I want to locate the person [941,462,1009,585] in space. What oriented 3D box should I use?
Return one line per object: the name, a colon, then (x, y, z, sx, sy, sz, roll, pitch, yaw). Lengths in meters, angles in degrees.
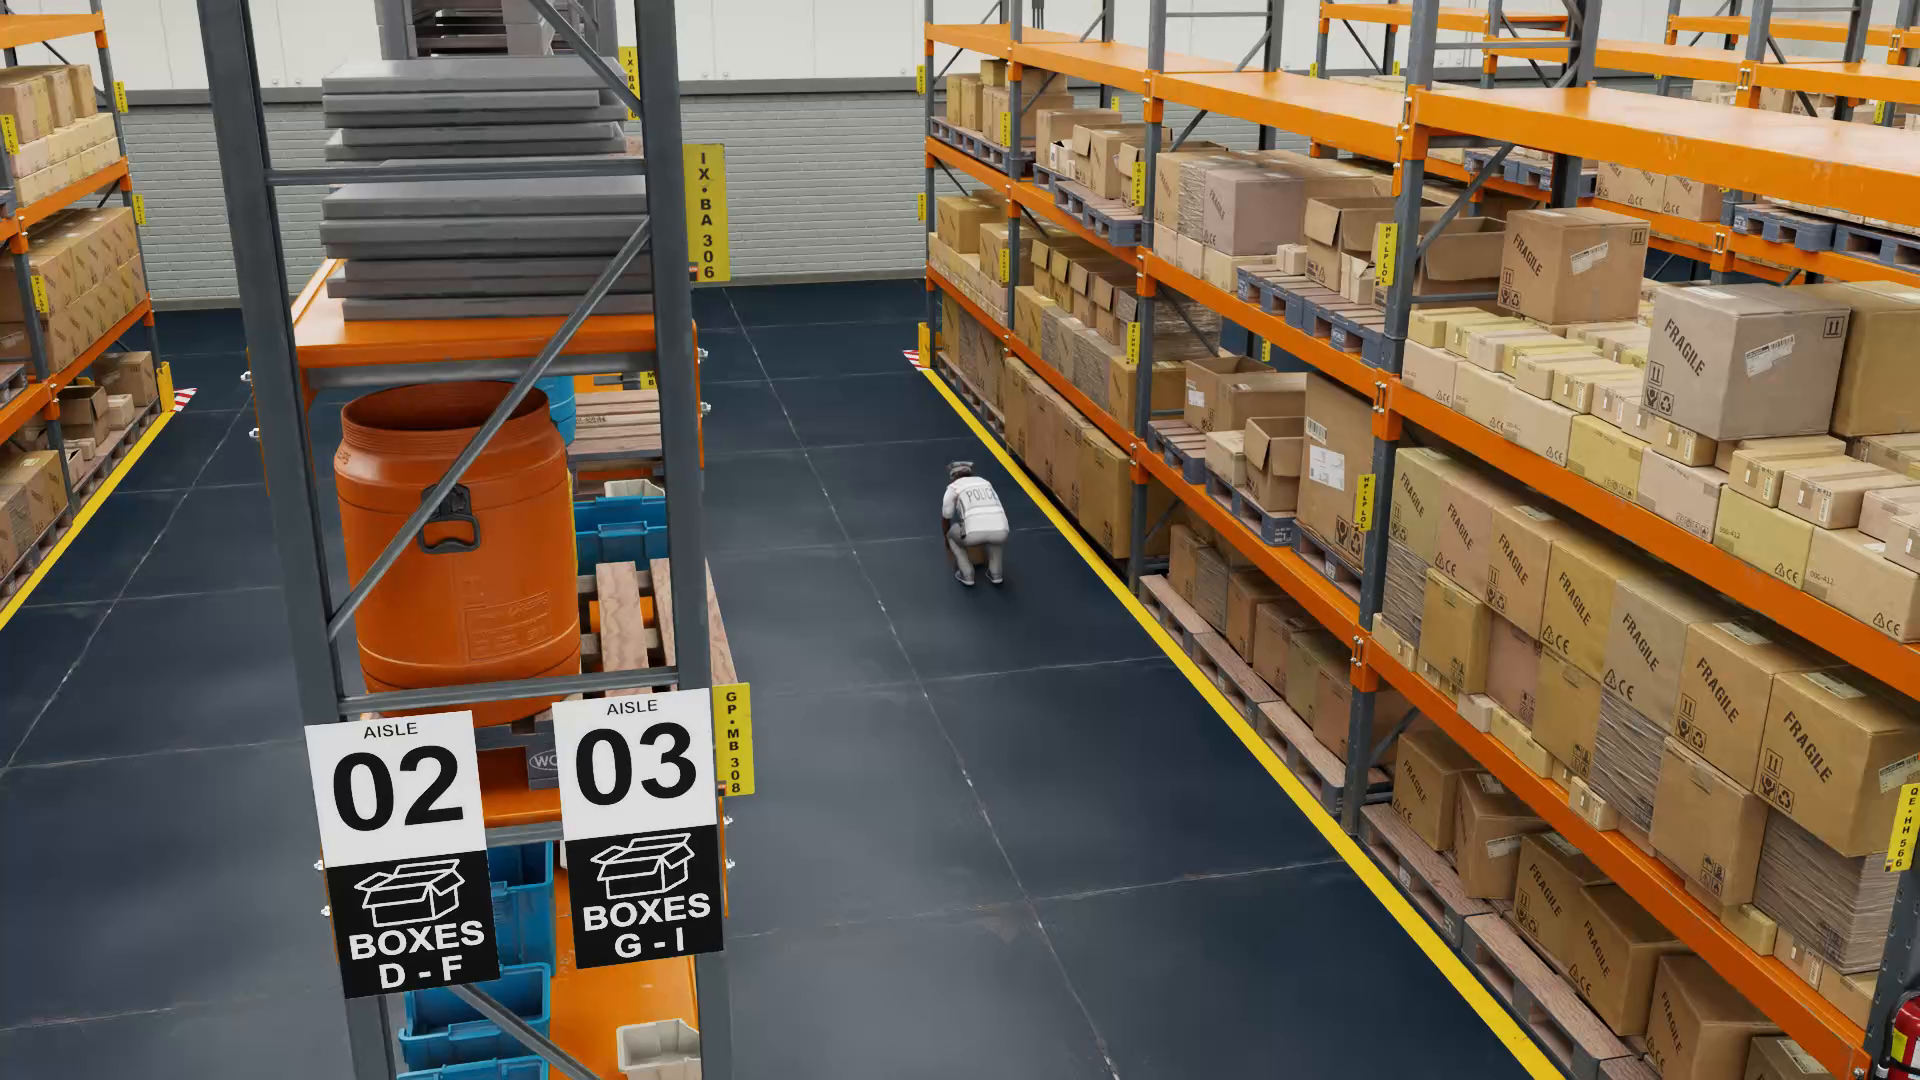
person: (0.117, -0.143, 13.840, 0.480, 0.930, 0.863, -5, 20, -13)
